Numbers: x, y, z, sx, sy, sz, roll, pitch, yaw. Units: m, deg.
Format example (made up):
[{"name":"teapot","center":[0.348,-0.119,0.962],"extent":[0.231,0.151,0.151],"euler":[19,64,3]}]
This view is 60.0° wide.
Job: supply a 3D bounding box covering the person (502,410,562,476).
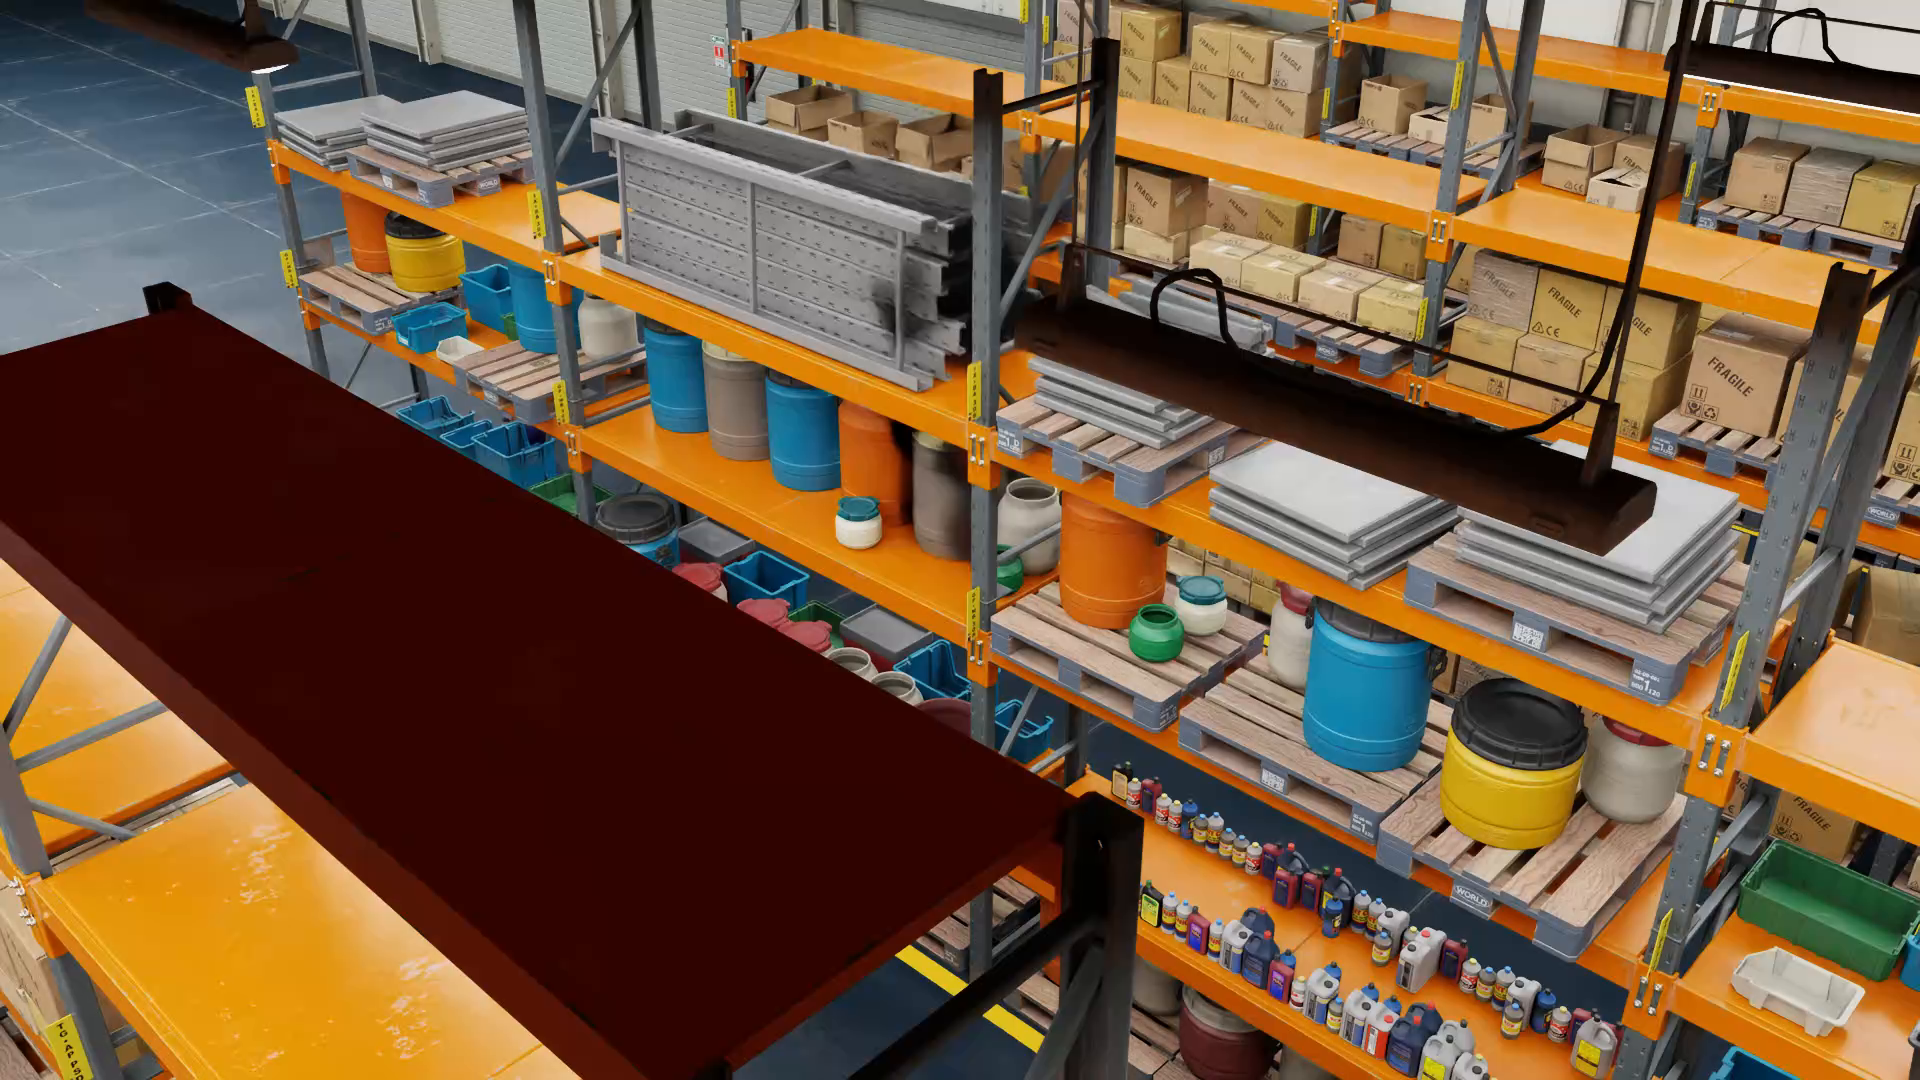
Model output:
[{"name":"person","center":[-4.282,-1.064,16.490],"extent":[0.783,1.672,0.612],"euler":[16,33,26]}]
